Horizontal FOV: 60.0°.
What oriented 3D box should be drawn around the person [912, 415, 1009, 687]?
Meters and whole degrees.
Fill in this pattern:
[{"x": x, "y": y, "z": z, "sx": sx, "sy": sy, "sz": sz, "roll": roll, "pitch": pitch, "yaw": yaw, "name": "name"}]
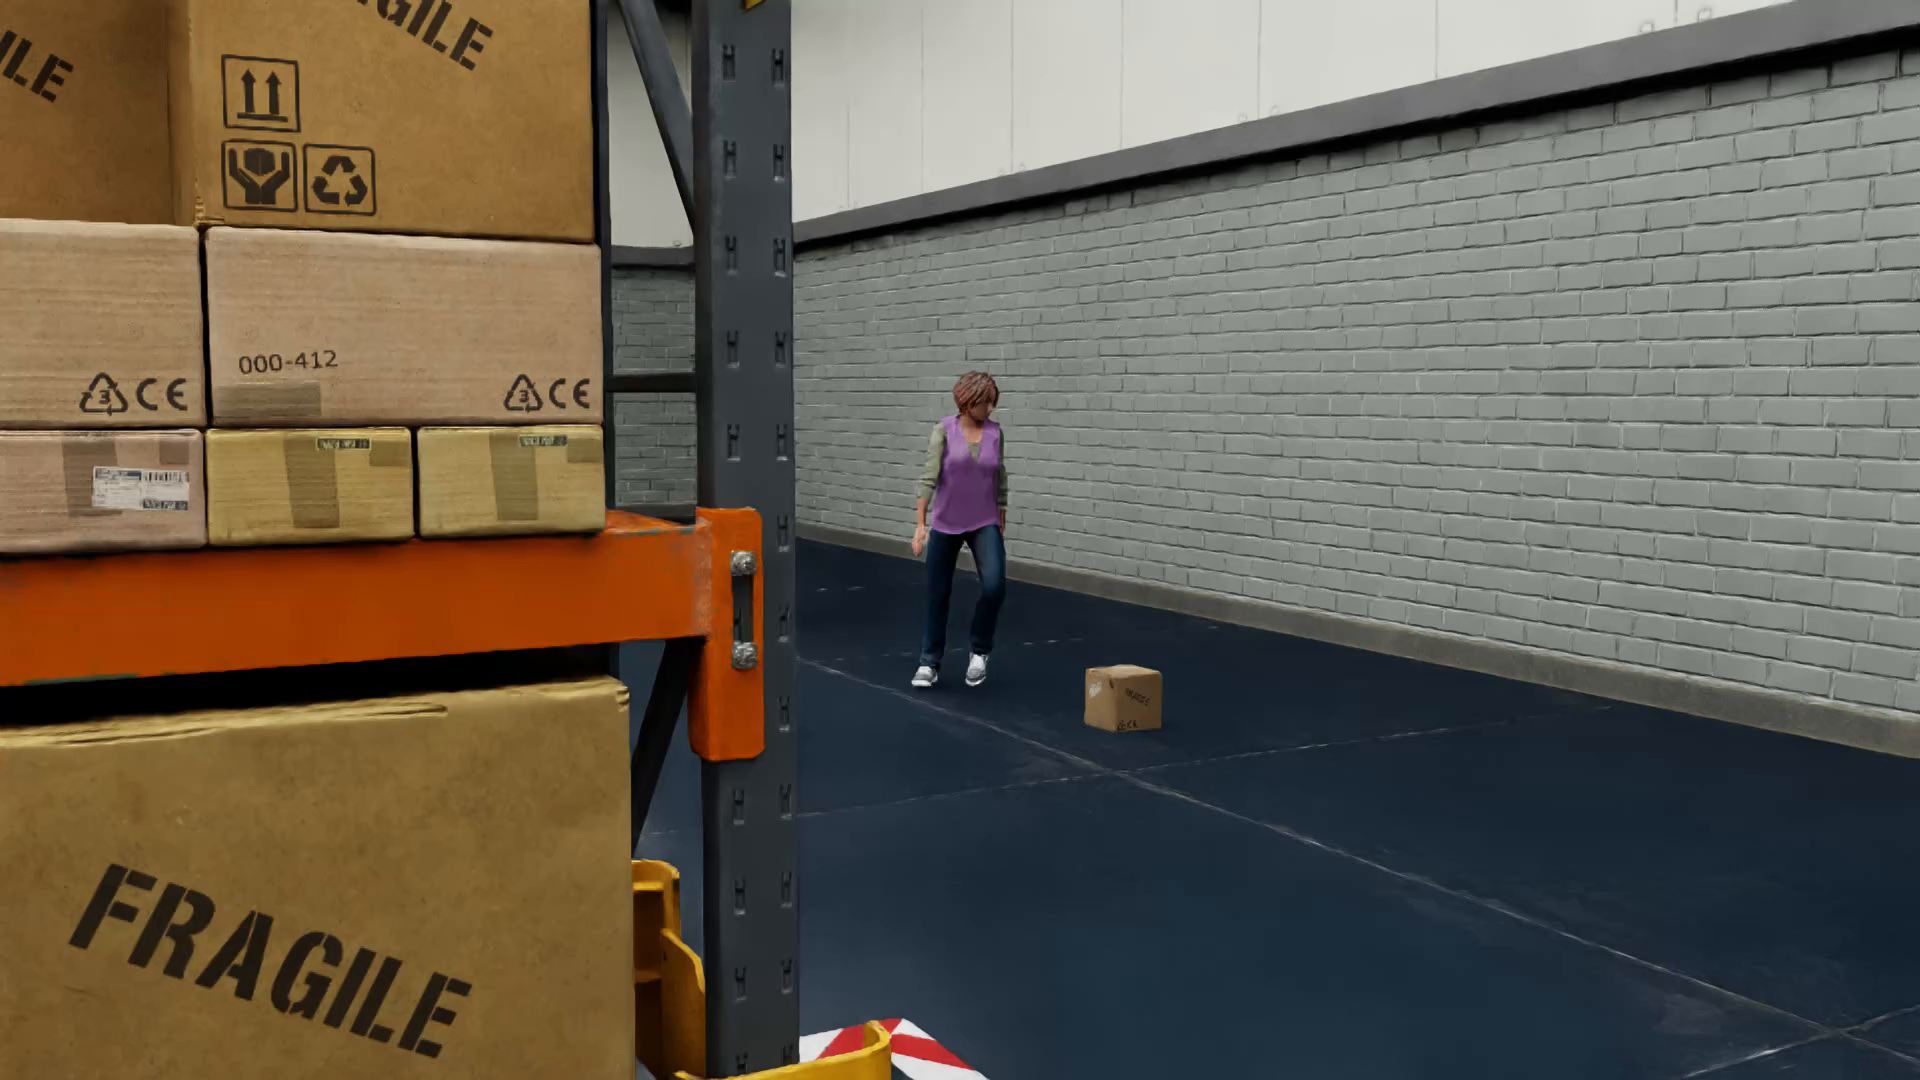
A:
[{"x": 0.006, "y": 0.058, "z": 8.215, "sx": 0.484, "sy": 1.353, "sz": 0.465, "roll": 0, "pitch": 5, "yaw": -4, "name": "person"}]
